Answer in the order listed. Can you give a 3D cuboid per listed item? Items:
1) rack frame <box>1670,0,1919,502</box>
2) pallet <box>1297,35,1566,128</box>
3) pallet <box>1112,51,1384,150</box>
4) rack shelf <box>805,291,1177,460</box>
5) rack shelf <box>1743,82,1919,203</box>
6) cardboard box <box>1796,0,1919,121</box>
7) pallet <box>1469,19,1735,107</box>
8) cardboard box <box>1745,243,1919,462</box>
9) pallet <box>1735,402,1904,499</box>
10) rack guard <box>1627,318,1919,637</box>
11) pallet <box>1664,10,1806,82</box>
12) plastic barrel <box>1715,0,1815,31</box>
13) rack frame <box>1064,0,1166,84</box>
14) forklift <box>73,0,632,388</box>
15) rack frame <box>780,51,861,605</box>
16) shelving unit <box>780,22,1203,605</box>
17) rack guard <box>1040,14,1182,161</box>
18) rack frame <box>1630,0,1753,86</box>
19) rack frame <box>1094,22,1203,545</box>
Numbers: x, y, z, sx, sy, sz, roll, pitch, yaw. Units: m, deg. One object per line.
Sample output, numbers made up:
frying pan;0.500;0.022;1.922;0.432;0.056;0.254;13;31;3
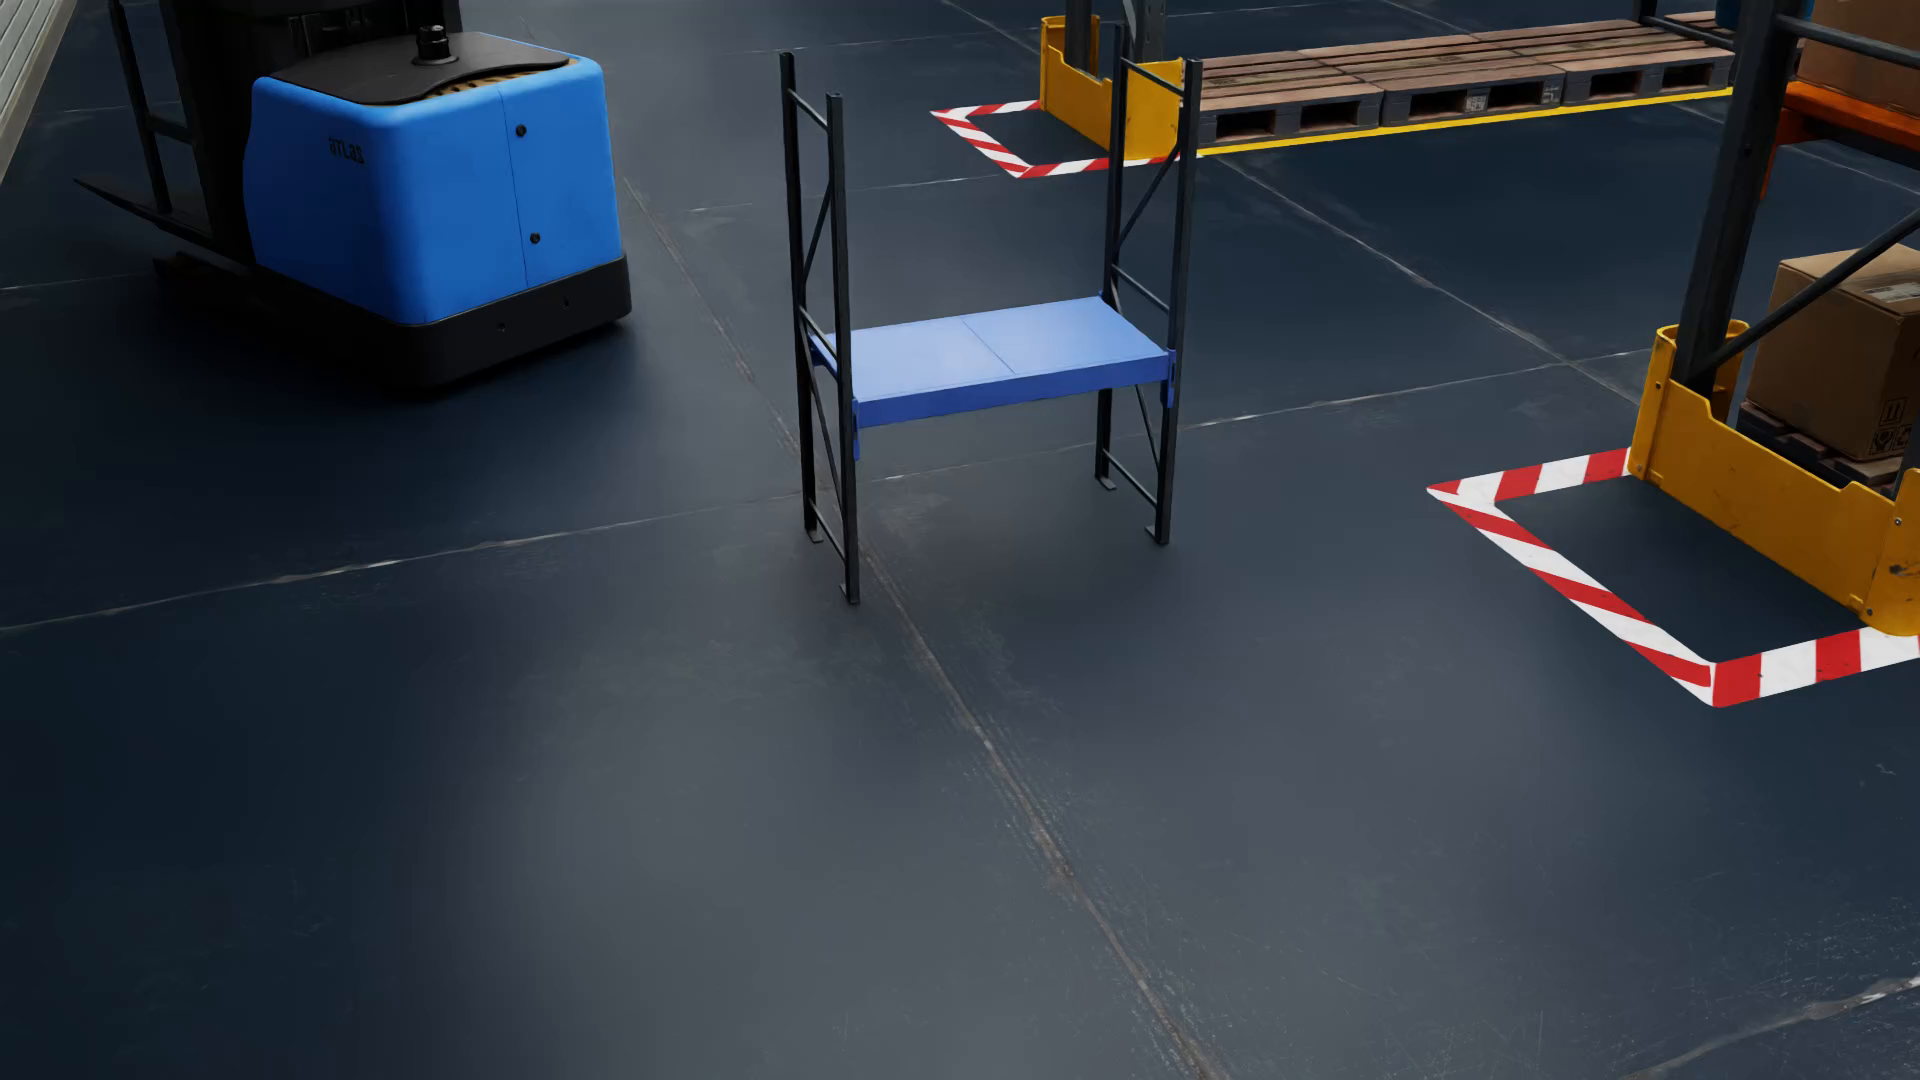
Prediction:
rack frame;2.550;-1.304;4.509;0.127;3.000;1.000;-10;31;-18
pallet;2.754;-2.724;9.819;1.213;0.211;1.003;-10;31;-18
pallet;1.612;-2.516;9.452;1.213;0.211;1.003;-10;31;-18
rack shelf;0.080;-0.510;4.994;1.000;0.185;0.538;-10;31;-18
rack shelf;4.424;-1.337;5.293;4.000;0.370;1.077;-10;31;-18
cardboard box;2.875;-1.551;4.841;0.500;0.500;0.500;-9;31;-16
pallet;3.899;-2.937;10.192;1.213;0.211;1.003;-10;31;-18
cardboard box;2.973;-0.617;5.384;0.500;0.500;0.500;-10;31;-18
pallet;3.368;-0.244;5.465;1.213;0.211;1.003;-10;31;-18
rack guard;2.621;-0.231;5.151;0.348;0.500;1.175;-10;31;-18
pallet;5.313;-3.196;10.646;1.213;0.211;1.003;-10;31;-18
plastic barrel;5.091;-3.650;10.322;0.708;0.901;0.600;-10;31;-18
rack frame;0.826;-3.603;8.544;0.127;3.000;1.000;-10;31;-18
forklift;-2.782;-2.428;6.551;3.031;2.935;1.130;23;37;34
rack frame;-0.396;-0.579;4.751;0.032;1.500;0.500;-10;31;-18
shelving unit;0.080;-0.666;4.905;1.048;1.500;0.538;-10;31;-18
rack guard;0.808;-2.507;9.145;0.348;0.500;1.175;-10;31;-18
rack frame;4.575;-4.293;9.756;0.127;3.000;1.000;-10;31;-18
rack frame;0.556;-0.754;5.059;0.032;1.500;0.500;-10;31;-18
